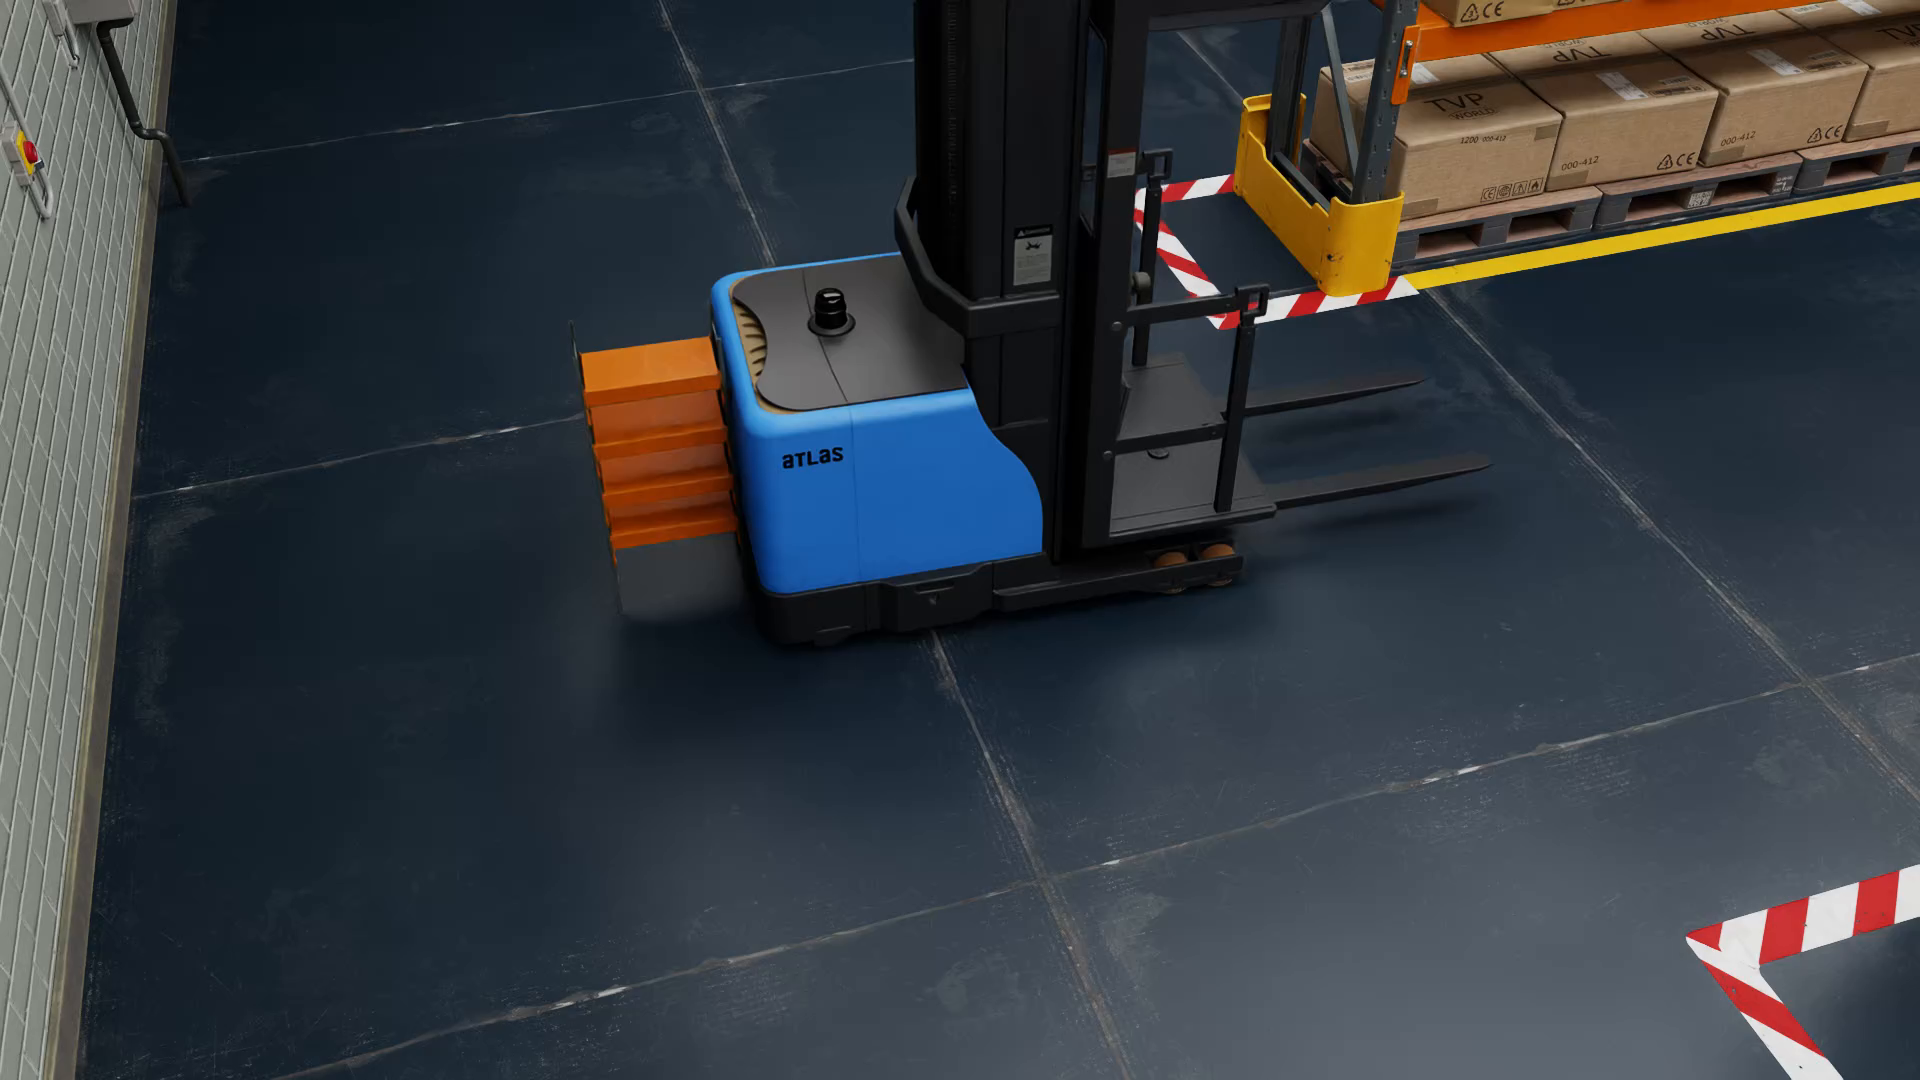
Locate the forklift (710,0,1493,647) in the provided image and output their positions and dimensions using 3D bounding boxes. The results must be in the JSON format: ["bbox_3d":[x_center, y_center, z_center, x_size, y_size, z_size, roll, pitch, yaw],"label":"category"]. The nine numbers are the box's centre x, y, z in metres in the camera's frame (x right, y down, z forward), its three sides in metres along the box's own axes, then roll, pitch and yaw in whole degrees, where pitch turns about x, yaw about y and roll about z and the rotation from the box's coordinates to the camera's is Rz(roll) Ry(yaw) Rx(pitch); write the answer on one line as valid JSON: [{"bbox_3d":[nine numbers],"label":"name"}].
[{"bbox_3d":[0.622,-1.222,5.921,3.031,2.935,1.130,-9,42,-10],"label":"forklift"}]

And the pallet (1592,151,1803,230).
[{"bbox_3d":[3.706,-2.102,8.996,1.213,0.211,1.003,-12,42,-13],"label":"pallet"}]

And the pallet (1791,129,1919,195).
[{"bbox_3d":[4.872,-2.346,9.275,1.213,0.211,1.003,-12,42,-13],"label":"pallet"}]

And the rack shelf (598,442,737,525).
[{"bbox_3d":[-1.095,-0.226,6.199,0.480,0.148,0.258,-9,42,-10],"label":"rack shelf"}]

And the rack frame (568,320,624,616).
[{"bbox_3d":[-1.332,-0.238,6.110,0.015,1.200,0.240,-9,42,-10],"label":"rack frame"}]

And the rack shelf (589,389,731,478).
[{"bbox_3d":[-1.095,-0.394,6.051,0.480,0.148,0.258,-9,42,-10],"label":"rack shelf"}]

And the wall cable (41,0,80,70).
[{"bbox_3d":[-4.003,-2.848,6.958,0.122,1.984,0.588,-12,42,-13],"label":"wall cable"}]

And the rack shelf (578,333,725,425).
[{"bbox_3d":[-1.095,-0.572,5.896,0.480,0.148,0.258,-9,42,-10],"label":"rack shelf"}]

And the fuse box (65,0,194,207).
[{"bbox_3d":[-4.058,-2.440,8.242,0.414,1.711,0.539,-12,42,-13],"label":"fuse box"}]

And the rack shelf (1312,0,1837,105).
[{"bbox_3d":[3.713,-2.831,8.257,4.000,0.370,1.077,-12,42,-13],"label":"rack shelf"}]

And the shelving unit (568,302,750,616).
[{"bbox_3d":[-1.095,-0.276,6.154,0.503,1.200,0.258,-9,42,-10],"label":"shelving unit"}]

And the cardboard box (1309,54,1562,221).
[{"bbox_3d":[2.405,-2.093,8.494,0.875,0.438,0.875,-13,43,-15],"label":"cardboard box"}]

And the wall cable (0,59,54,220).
[{"bbox_3d":[-3.566,-1.972,5.931,0.123,1.953,0.585,-12,42,-13],"label":"wall cable"}]

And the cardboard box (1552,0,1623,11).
[{"bbox_3d":[2.824,-2.777,7.572,0.500,0.500,0.500,-12,43,-14],"label":"cardboard box"}]

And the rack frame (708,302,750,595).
[{"bbox_3d":[-0.858,-0.315,6.198,0.015,1.200,0.240,-9,42,-10],"label":"rack frame"}]

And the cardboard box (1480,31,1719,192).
[{"bbox_3d":[3.275,-2.279,8.707,0.875,0.438,0.875,-11,42,-12],"label":"cardboard box"}]

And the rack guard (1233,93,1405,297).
[{"bbox_3d":[1.783,-1.761,8.385,0.348,0.500,1.175,-12,42,-13],"label":"rack guard"}]

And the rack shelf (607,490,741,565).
[{"bbox_3d":[-1.095,-0.076,6.329,0.480,0.148,0.258,-9,42,-10],"label":"rack shelf"}]

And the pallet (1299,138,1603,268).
[{"bbox_3d":[2.545,-1.864,8.723,1.213,0.211,1.003,-12,42,-13],"label":"pallet"}]

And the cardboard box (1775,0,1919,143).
[{"bbox_3d":[4.990,-2.634,9.113,0.875,0.438,0.875,-12,43,-14],"label":"cardboard box"}]

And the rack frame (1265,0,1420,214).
[{"bbox_3d":[1.806,-2.707,7.568,0.127,3.000,1.000,-12,42,-13],"label":"rack frame"}]

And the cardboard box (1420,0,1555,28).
[{"bbox_3d":[2.350,-2.659,7.438,0.500,0.500,0.500,-12,43,-13],"label":"cardboard box"}]

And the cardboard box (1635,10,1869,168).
[{"bbox_3d":[4.136,-2.456,8.910,0.875,0.438,0.875,-13,43,-14],"label":"cardboard box"}]
